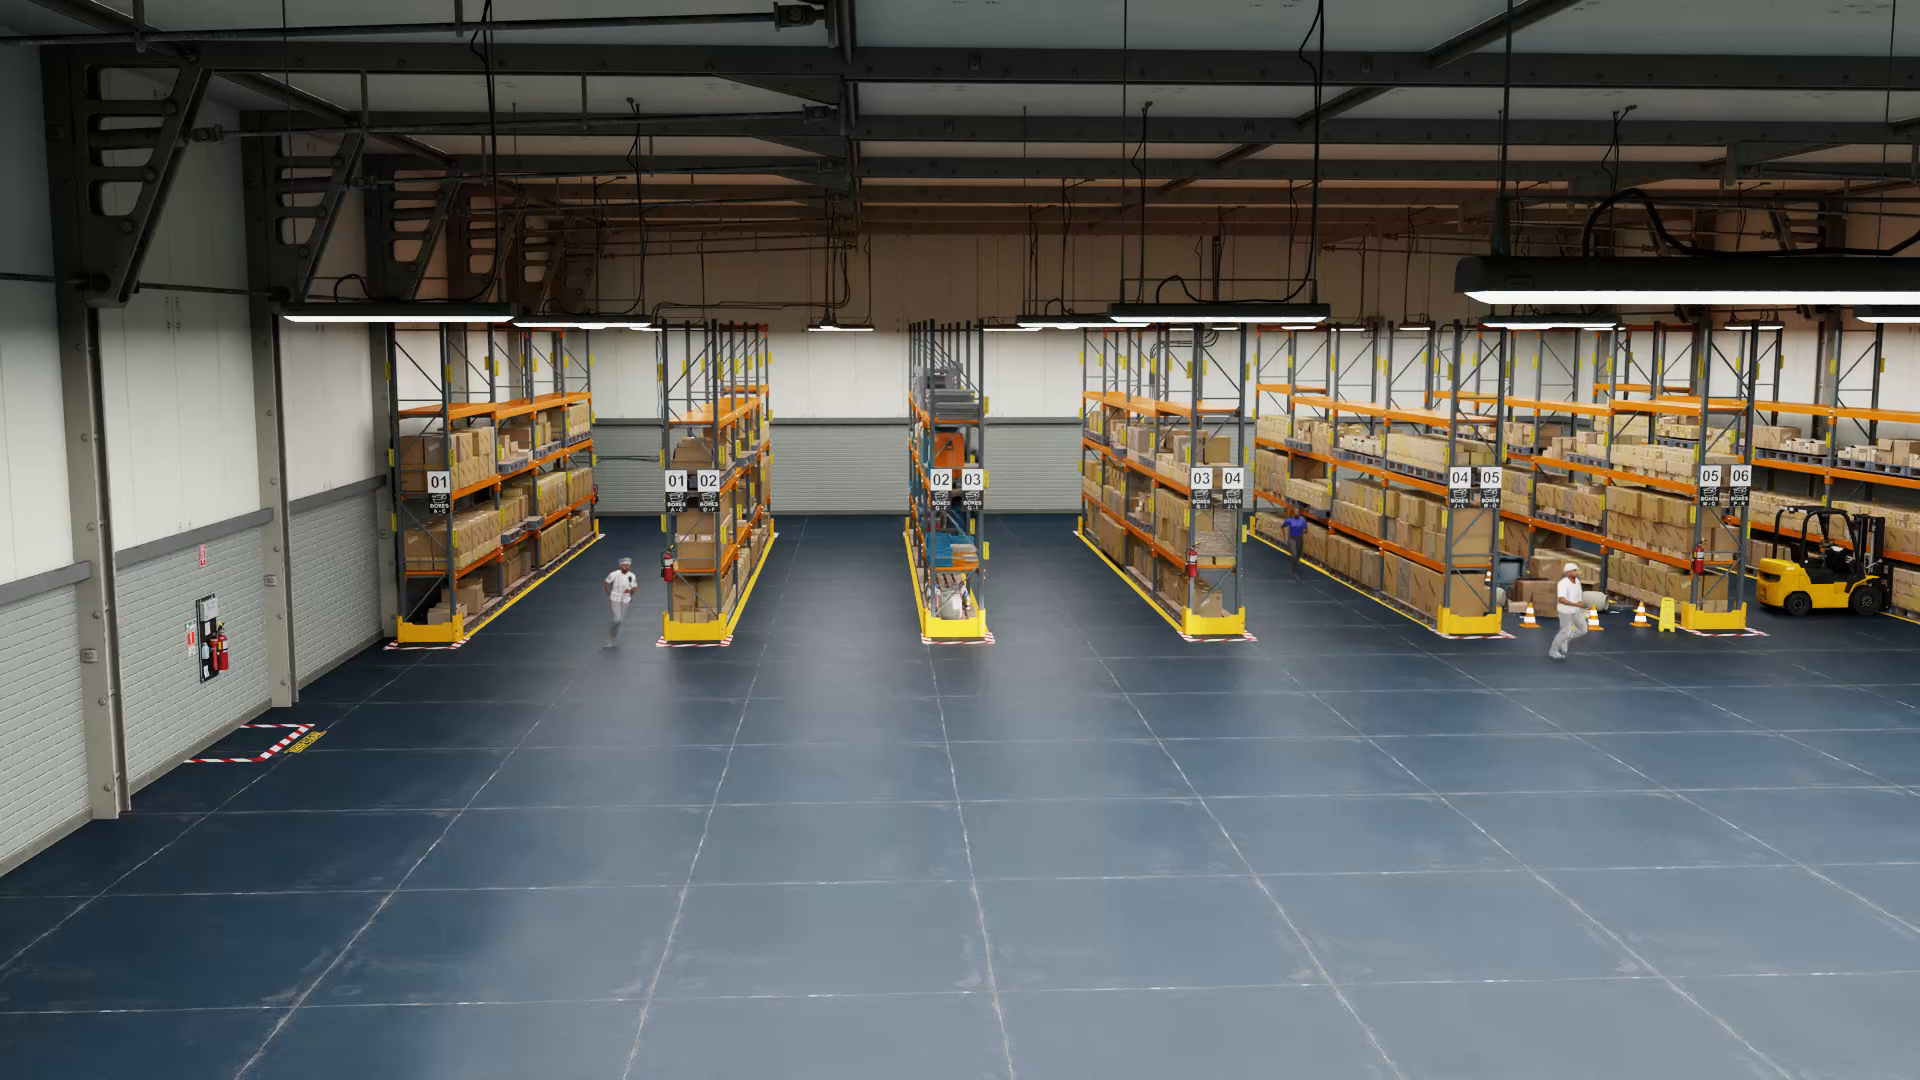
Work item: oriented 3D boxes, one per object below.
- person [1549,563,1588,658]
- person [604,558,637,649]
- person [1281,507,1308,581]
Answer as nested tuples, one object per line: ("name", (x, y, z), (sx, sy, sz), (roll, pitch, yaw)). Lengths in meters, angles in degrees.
("person", (10.776, 1.249, 29.307), (0.723, 1.714, 0.723), (-5, 9, -37))
("person", (-6.281, 1.147, 30.642), (0.642, 1.668, 0.622), (-4, 8, -32))
("person", (7.878, 0.069, 39.032), (0.562, 1.682, 0.867), (-1, 7, -12))
